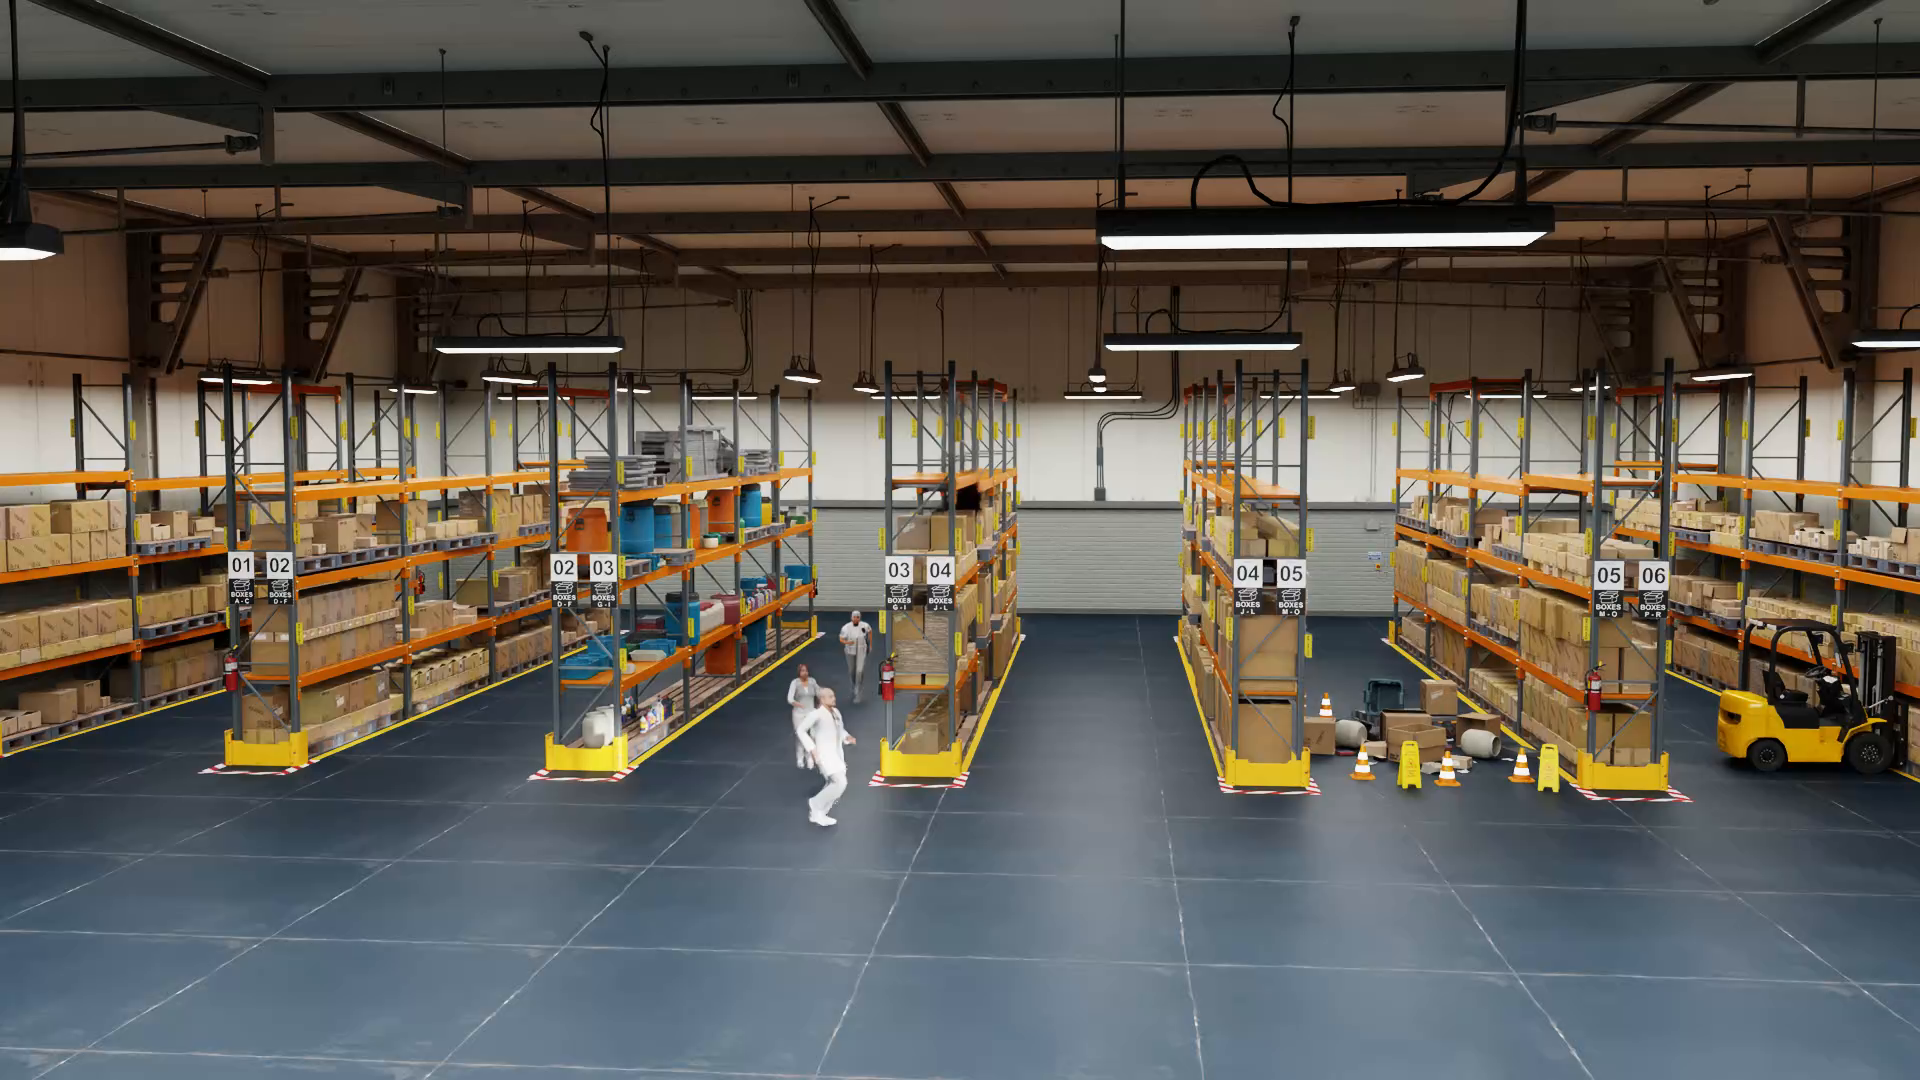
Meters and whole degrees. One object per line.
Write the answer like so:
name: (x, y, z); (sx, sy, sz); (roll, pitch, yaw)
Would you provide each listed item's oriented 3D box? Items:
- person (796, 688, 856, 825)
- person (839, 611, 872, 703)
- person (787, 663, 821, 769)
person: (-1.625, 2.742, 20.972); (0.677, 1.742, 0.695); (2, 4, 27)
person: (-1.941, 2.147, 30.966); (0.627, 1.703, 0.936); (0, 4, -6)
person: (-2.269, 2.600, 24.485); (0.559, 1.589, 0.628); (-1, 4, -17)
